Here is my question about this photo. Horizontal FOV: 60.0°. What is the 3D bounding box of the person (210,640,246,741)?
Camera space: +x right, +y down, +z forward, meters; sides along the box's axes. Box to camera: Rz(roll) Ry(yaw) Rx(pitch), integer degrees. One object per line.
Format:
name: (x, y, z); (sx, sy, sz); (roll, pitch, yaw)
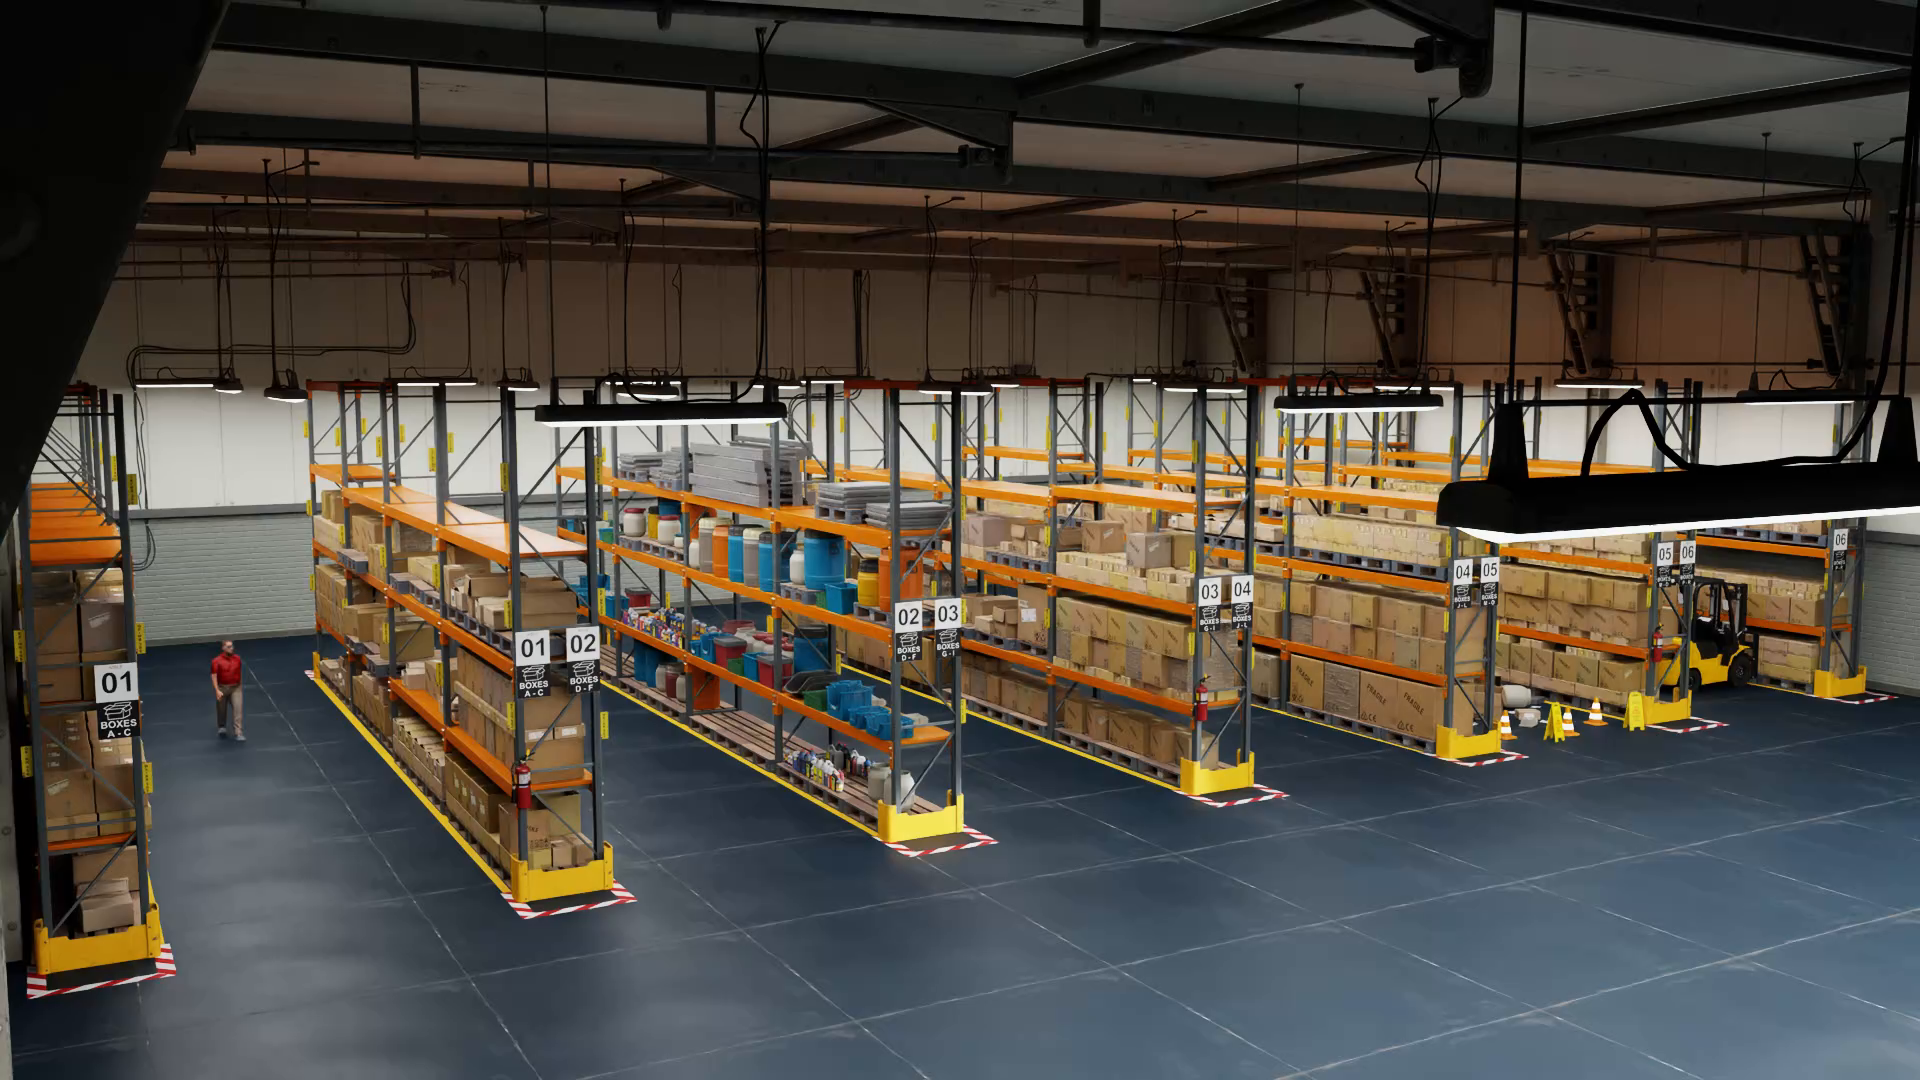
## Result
person: (-12.326, 2.520, 27.959); (0.507, 1.664, 1.077); (-4, 7, -32)
